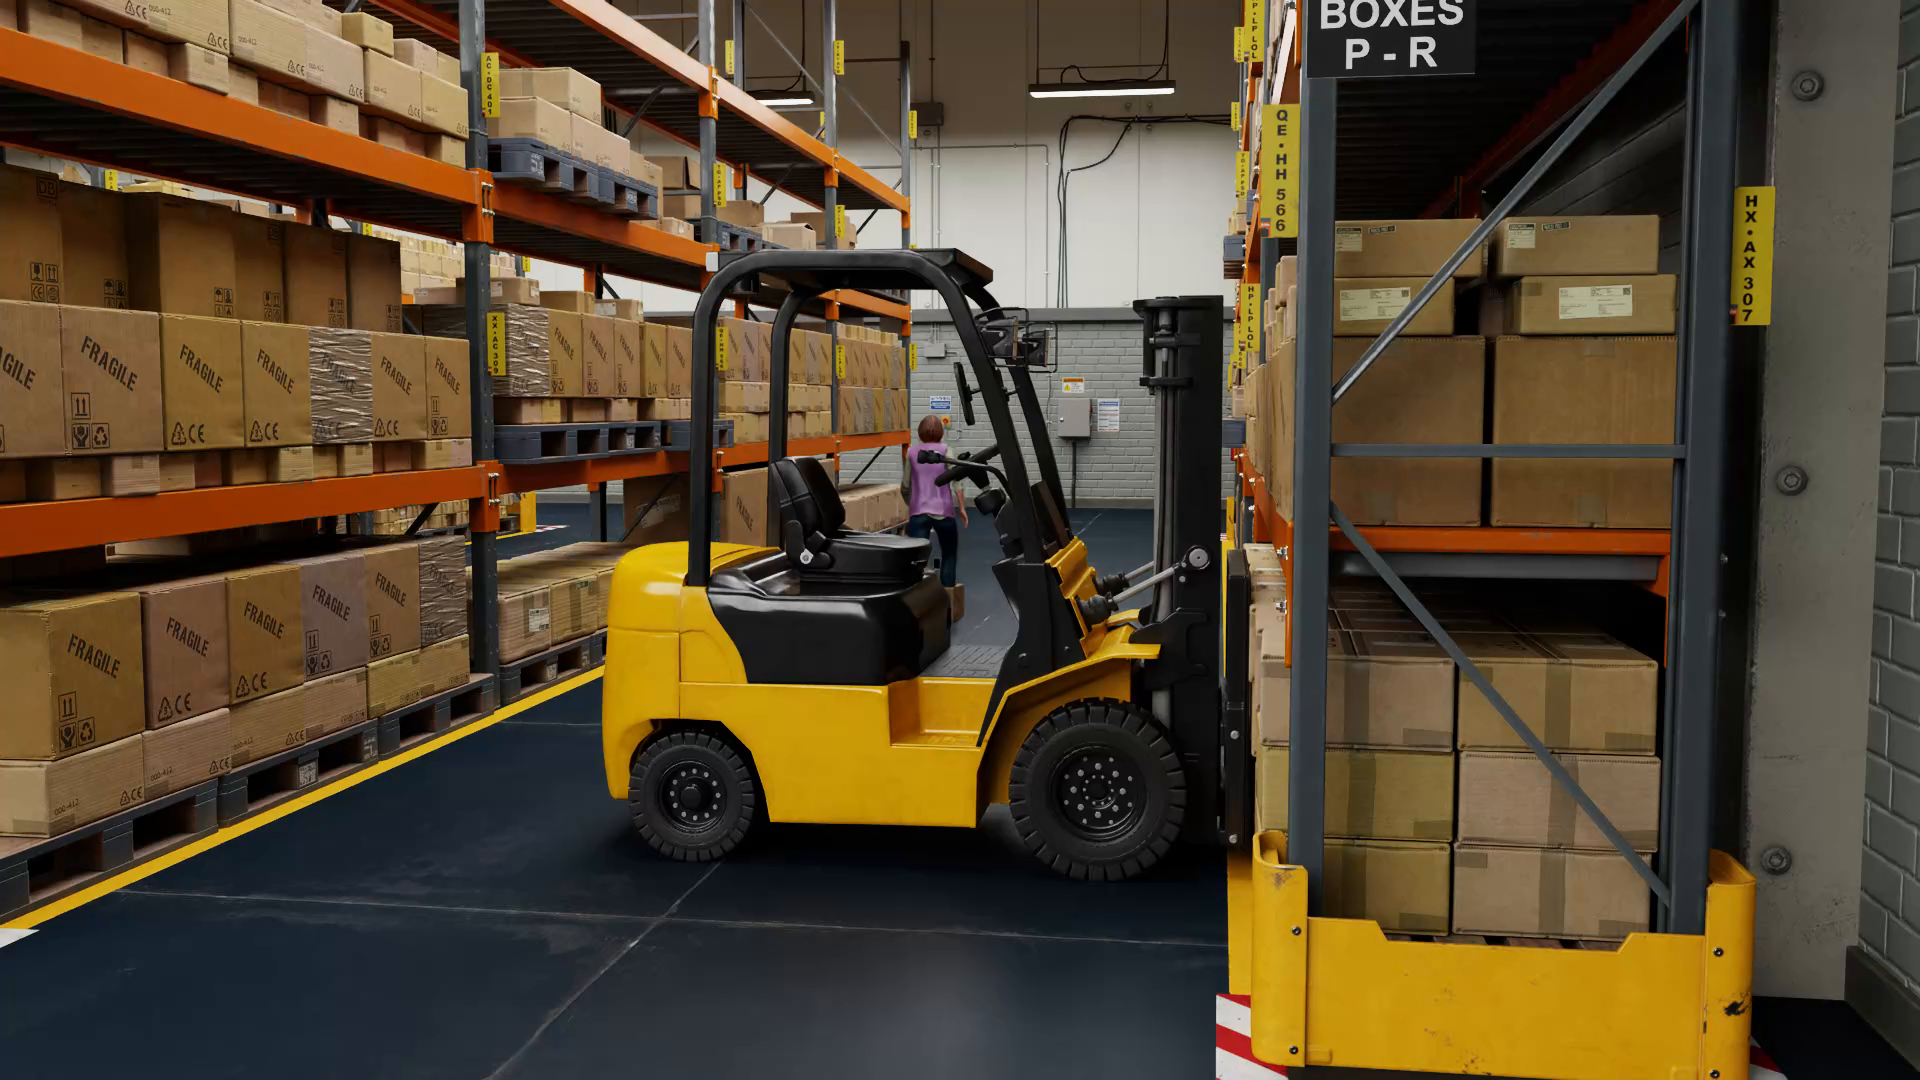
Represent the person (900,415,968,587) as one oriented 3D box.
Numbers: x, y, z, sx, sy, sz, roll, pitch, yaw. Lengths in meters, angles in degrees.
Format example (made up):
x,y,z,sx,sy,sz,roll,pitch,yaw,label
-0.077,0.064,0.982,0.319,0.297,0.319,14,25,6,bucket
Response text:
x,y,z,sx,sy,sz,roll,pitch,yaw,label
-0.192,-0.154,12.351,0.520,1.549,0.855,0,5,3,person
